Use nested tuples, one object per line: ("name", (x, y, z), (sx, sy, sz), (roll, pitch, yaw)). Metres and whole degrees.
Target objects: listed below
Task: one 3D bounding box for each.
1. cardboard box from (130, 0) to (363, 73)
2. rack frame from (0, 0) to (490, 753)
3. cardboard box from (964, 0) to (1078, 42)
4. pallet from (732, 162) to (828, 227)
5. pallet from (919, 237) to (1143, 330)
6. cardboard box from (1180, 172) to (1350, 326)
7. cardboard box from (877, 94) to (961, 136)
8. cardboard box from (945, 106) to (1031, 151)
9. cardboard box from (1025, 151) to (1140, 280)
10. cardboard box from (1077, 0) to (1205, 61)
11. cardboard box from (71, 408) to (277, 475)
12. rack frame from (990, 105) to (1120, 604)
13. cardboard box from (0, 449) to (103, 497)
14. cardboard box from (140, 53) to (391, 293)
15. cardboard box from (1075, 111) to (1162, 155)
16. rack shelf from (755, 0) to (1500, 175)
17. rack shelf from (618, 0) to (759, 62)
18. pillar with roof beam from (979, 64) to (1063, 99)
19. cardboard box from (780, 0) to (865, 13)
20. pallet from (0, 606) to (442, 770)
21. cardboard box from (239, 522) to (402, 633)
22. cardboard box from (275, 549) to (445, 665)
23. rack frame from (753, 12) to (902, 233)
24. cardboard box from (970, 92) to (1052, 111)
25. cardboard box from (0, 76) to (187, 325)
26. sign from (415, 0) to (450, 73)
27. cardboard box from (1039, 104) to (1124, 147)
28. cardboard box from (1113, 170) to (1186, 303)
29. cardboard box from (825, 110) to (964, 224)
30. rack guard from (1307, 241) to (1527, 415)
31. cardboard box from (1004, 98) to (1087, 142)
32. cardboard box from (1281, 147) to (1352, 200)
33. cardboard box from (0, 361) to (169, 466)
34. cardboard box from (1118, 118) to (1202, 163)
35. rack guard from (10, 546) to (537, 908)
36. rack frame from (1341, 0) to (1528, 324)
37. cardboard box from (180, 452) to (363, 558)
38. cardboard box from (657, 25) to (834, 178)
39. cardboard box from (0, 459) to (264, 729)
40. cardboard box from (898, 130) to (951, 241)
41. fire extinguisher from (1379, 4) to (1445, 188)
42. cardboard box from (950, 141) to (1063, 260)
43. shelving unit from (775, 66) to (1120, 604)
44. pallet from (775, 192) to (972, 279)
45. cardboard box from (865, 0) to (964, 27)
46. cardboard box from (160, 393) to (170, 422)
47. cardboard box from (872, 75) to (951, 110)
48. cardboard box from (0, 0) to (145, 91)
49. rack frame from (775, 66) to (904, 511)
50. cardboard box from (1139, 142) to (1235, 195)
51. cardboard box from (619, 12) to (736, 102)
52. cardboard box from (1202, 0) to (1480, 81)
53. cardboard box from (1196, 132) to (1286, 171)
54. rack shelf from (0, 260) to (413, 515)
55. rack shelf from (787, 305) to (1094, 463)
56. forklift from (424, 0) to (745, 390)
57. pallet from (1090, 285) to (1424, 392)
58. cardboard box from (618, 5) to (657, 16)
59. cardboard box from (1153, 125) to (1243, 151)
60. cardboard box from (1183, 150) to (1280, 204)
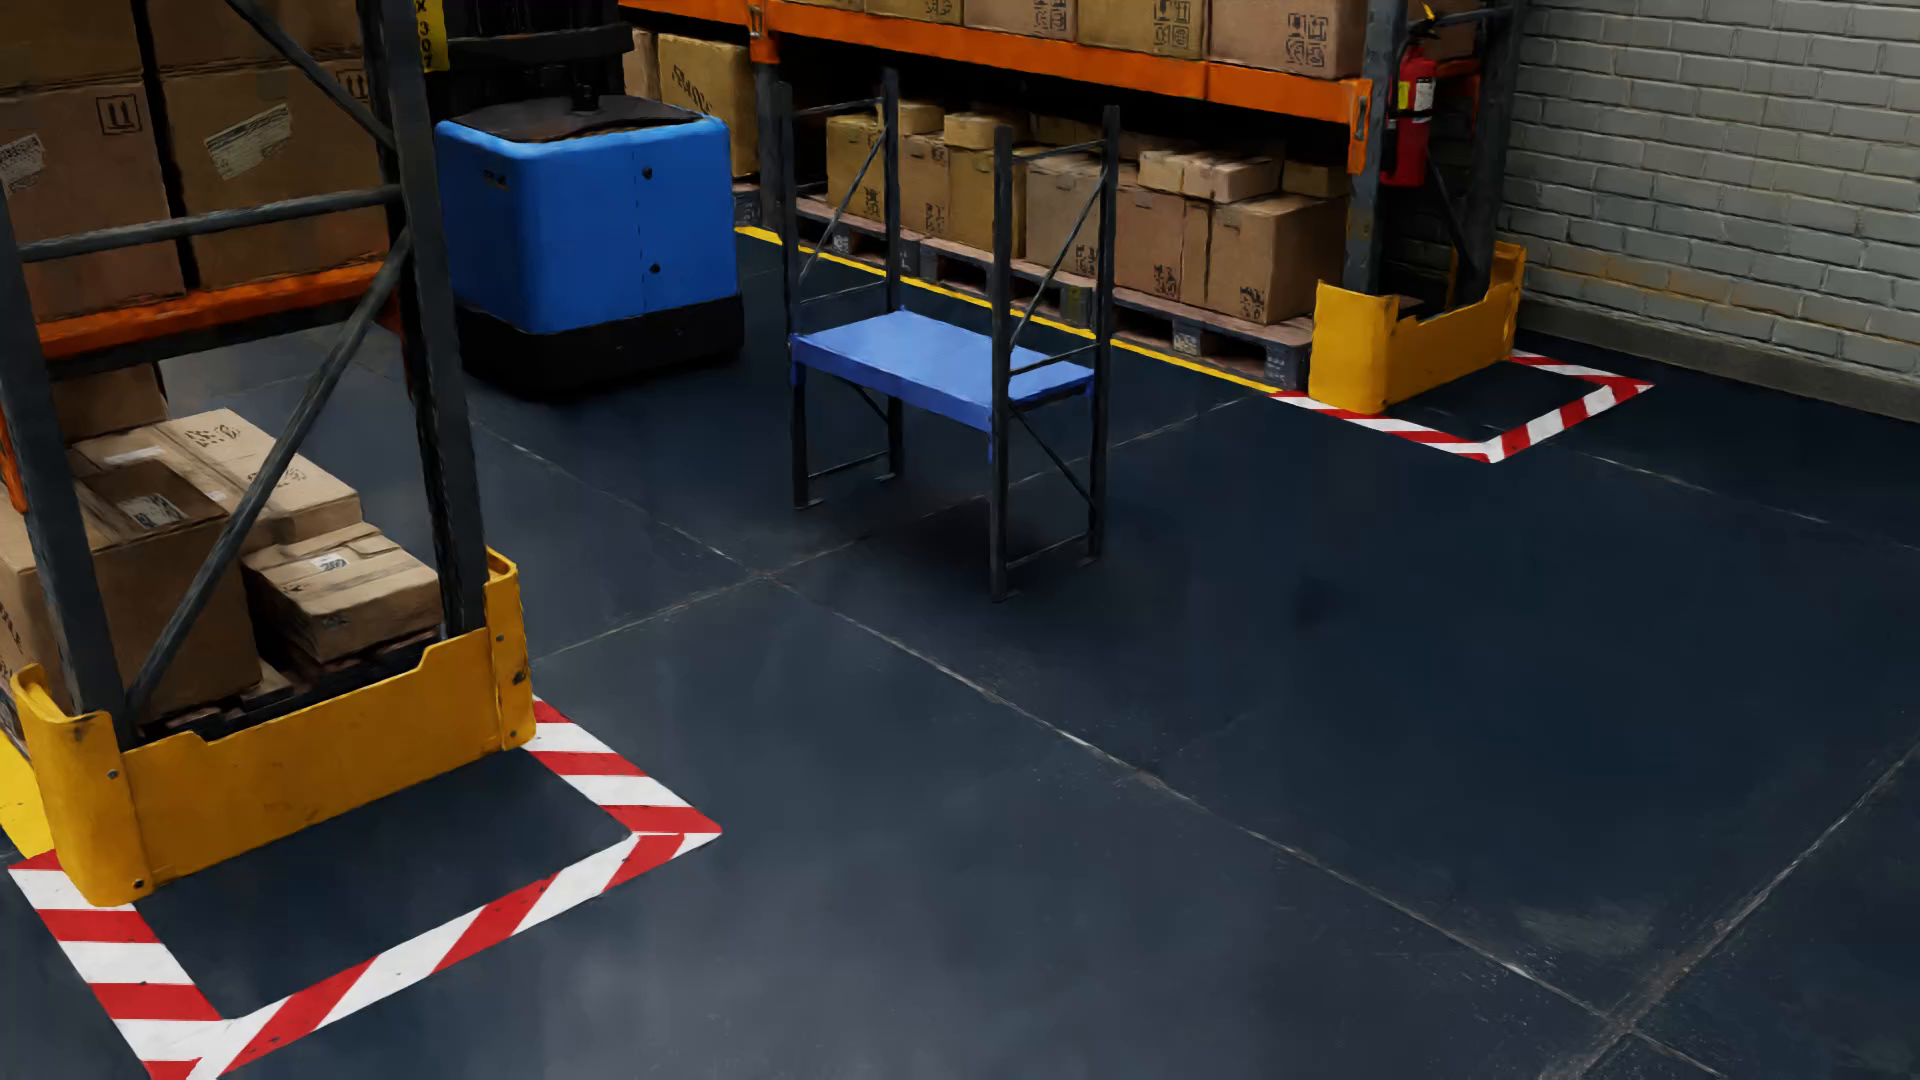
("cardboard box", (-1.743, -1.401, 3.883), (0.500, 0.500, 0.500), (-20, 31, -37))
("rack frame", (-1.632, -0.692, 3.652), (1.000, 3.000, 0.127), (-21, 32, -38))
("cardboard box", (0.606, -2.837, 7.994), (0.700, 0.700, 0.980), (22, 32, 39))
("pallet", (-1.335, -2.254, 10.436), (1.003, 0.211, 1.213), (-21, 32, -38))
("pallet", (0.548, -1.419, 8.606), (1.003, 0.211, 1.213), (-21, 32, -38))
("cardboard box", (1.430, -1.336, 7.569), (0.700, 0.500, 0.500), (-21, 32, -38))
("cardboard box", (-0.215, -2.248, 8.787), (0.380, 0.149, 0.250), (-20, 31, -37))
("cardboard box", (0.142, -2.090, 8.441), (0.380, 0.149, 0.250), (-22, 33, -40))
("cardboard box", (0.744, -1.639, 8.235), (0.500, 0.500, 0.700), (23, 33, 40))
("cardboard box", (1.120, -2.604, 7.482), (0.980, 0.700, 0.700), (-22, 32, -39))
("cardboard box", (-2.480, -0.189, 5.333), (0.500, 0.250, 0.500), (-21, 32, -38))
("rack frame", (0.289, -0.554, 5.158), (0.500, 1.500, 0.032), (-21, 32, -38))
("cardboard box", (-2.811, -0.032, 4.989), (0.500, 0.250, 0.500), (-21, 32, -38))
("cardboard box", (-1.743, -0.946, 4.090), (0.500, 0.500, 0.500), (-20, 32, -37))
("cardboard box", (0.794, -2.033, 8.317), (0.380, 0.149, 0.250), (-21, 32, -38))
("rack shelf", (0.615, -2.377, 8.213), (1.077, 0.370, 4.000), (-21, 32, -38))
("rack shelf", (-2.119, -3.589, 10.869), (1.077, 0.370, 4.000), (-21, 32, -38))
("pillar with roof beam", (-2.785, -4.851, 5.542), (9.100, 9.000, 0.400), (-21, 32, -38))
("cardboard box", (-0.393, -3.277, 8.959), (0.980, 0.700, 0.700), (-21, 32, -38))
("pallet", (-2.229, 0.313, 4.810), (1.003, 0.211, 1.213), (-21, 32, -38))
("cardboard box", (-1.838, 0.097, 4.807), (0.380, 0.166, 0.250), (-21, 32, -38))
("cardboard box", (-1.667, 0.181, 4.644), (0.380, 0.149, 0.250), (-21, 32, -38))
("rack frame", (-0.752, -3.310, 9.392), (1.000, 3.000, 0.127), (-21, 32, -38))
("cardboard box", (0.272, -2.265, 8.825), (0.380, 0.149, 0.250), (-23, 33, -40))
("cardboard box", (-2.137, -0.796, 3.760), (0.500, 0.500, 0.500), (-20, 31, -37))
("sign", (-1.236, -1.240, 3.810), (0.100, 0.325, 0.005), (-21, 32, -38))
("cardboard box", (0.621, -2.110, 8.485), (0.380, 0.149, 0.250), (-22, 32, -39))
("cardboard box", (1.088, -1.487, 7.902), (0.700, 0.500, 0.500), (-21, 32, -39))
("cardboard box", (-0.316, -2.108, 9.263), (0.700, 0.500, 0.500), (-21, 32, -38))
("rack guard", (1.998, -0.954, 7.238), (1.175, 0.500, 0.348), (-21, 32, -38))
("cardboard box", (0.444, -2.188, 8.656), (0.380, 0.149, 0.250), (-21, 32, -38))
("cardboard box", (1.662, -1.650, 7.476), (0.380, 0.149, 0.250), (-21, 32, -38))
("cardboard box", (-3.078, -0.400, 5.491), (0.797, 0.503, 0.637), (-21, 32, -38))
("cardboard box", (0.970, -1.956, 8.147), (0.380, 0.149, 0.250), (-21, 32, -38))
("rack guard", (-1.684, 0.423, 4.222), (1.175, 0.500, 0.348), (-21, 32, -38))
("rack frame", (1.982, -2.098, 6.735), (1.000, 3.000, 0.127), (-21, 32, -38))
("cardboard box", (-2.138, -0.038, 5.001), (0.500, 0.250, 0.500), (-21, 32, -38))
("cardboard box", (-1.291, -2.683, 10.101), (0.750, 0.750, 0.750), (-21, 32, -38))
("cardboard box", (-2.183, 0.151, 4.288), (0.500, 0.500, 0.500), (-21, 32, -38))
("cardboard box", (0.025, -1.955, 8.927), (0.700, 0.500, 0.500), (-22, 32, -39))
("fire extinguisher", (1.748, -1.717, 6.441), (0.296, 0.674, 0.183), (-21, 32, -38))
("cardboard box", (0.374, -1.799, 8.585), (0.700, 0.500, 0.500), (-20, 31, -37))
("shelving unit", (-0.058, -0.708, 5.495), (0.538, 1.500, 1.048), (-21, 32, -38))
("pallet", (-0.290, -1.789, 9.417), (1.003, 0.211, 1.213), (-21, 32, -38))
("cardboard box", (0.101, -3.055, 8.471), (0.980, 0.700, 0.700), (-22, 33, -40))
("cardboard box", (-3.257, -0.561, 6.075), (0.500, 0.311, 0.500), (-21, 32, -38))
("cardboard box", (-0.270, -2.504, 9.348), (0.380, 0.149, 0.250), (-21, 32, -39))
("cardboard box", (-2.137, -1.249, 3.549), (0.500, 0.500, 0.500), (-22, 32, -39))
("rack frame", (-0.406, -0.862, 5.833), (0.500, 1.500, 0.032), (-21, 32, -38))
("cardboard box", (1.034, -1.695, 7.576), (0.380, 0.149, 0.250), (-20, 31, -37))
("cardboard box", (-1.901, -2.952, 10.690), (0.750, 0.750, 0.750), (-20, 31, -37))
("cardboard box", (1.626, -2.386, 7.005), (0.980, 0.700, 0.700), (-20, 31, -36))
("cardboard box", (1.315, -1.803, 7.812), (0.380, 0.149, 0.250), (-21, 32, -38))
("rack shelf", (-2.999, -0.970, 5.130), (1.077, 0.370, 4.000), (-21, 32, -38))
("rack shelf", (-0.058, -0.545, 5.570), (0.538, 0.185, 1.000), (-21, 32, -38))
("forklift", (-2.294, -2.502, 7.702), (1.130, 2.935, 3.031), (-19, 30, -35))
("pallet", (1.378, -1.049, 7.796), (1.003, 0.211, 1.213), (-21, 32, -38))
("cardboard box", (-2.485, -3.208, 11.251), (0.750, 0.750, 0.750), (-21, 32, -39))
("cardboard box", (1.144, -1.879, 7.979), (0.380, 0.149, 0.250), (-21, 32, -38))
("cardboard box", (1.209, -1.618, 7.407), (0.380, 0.149, 0.250), (-22, 32, -39))
